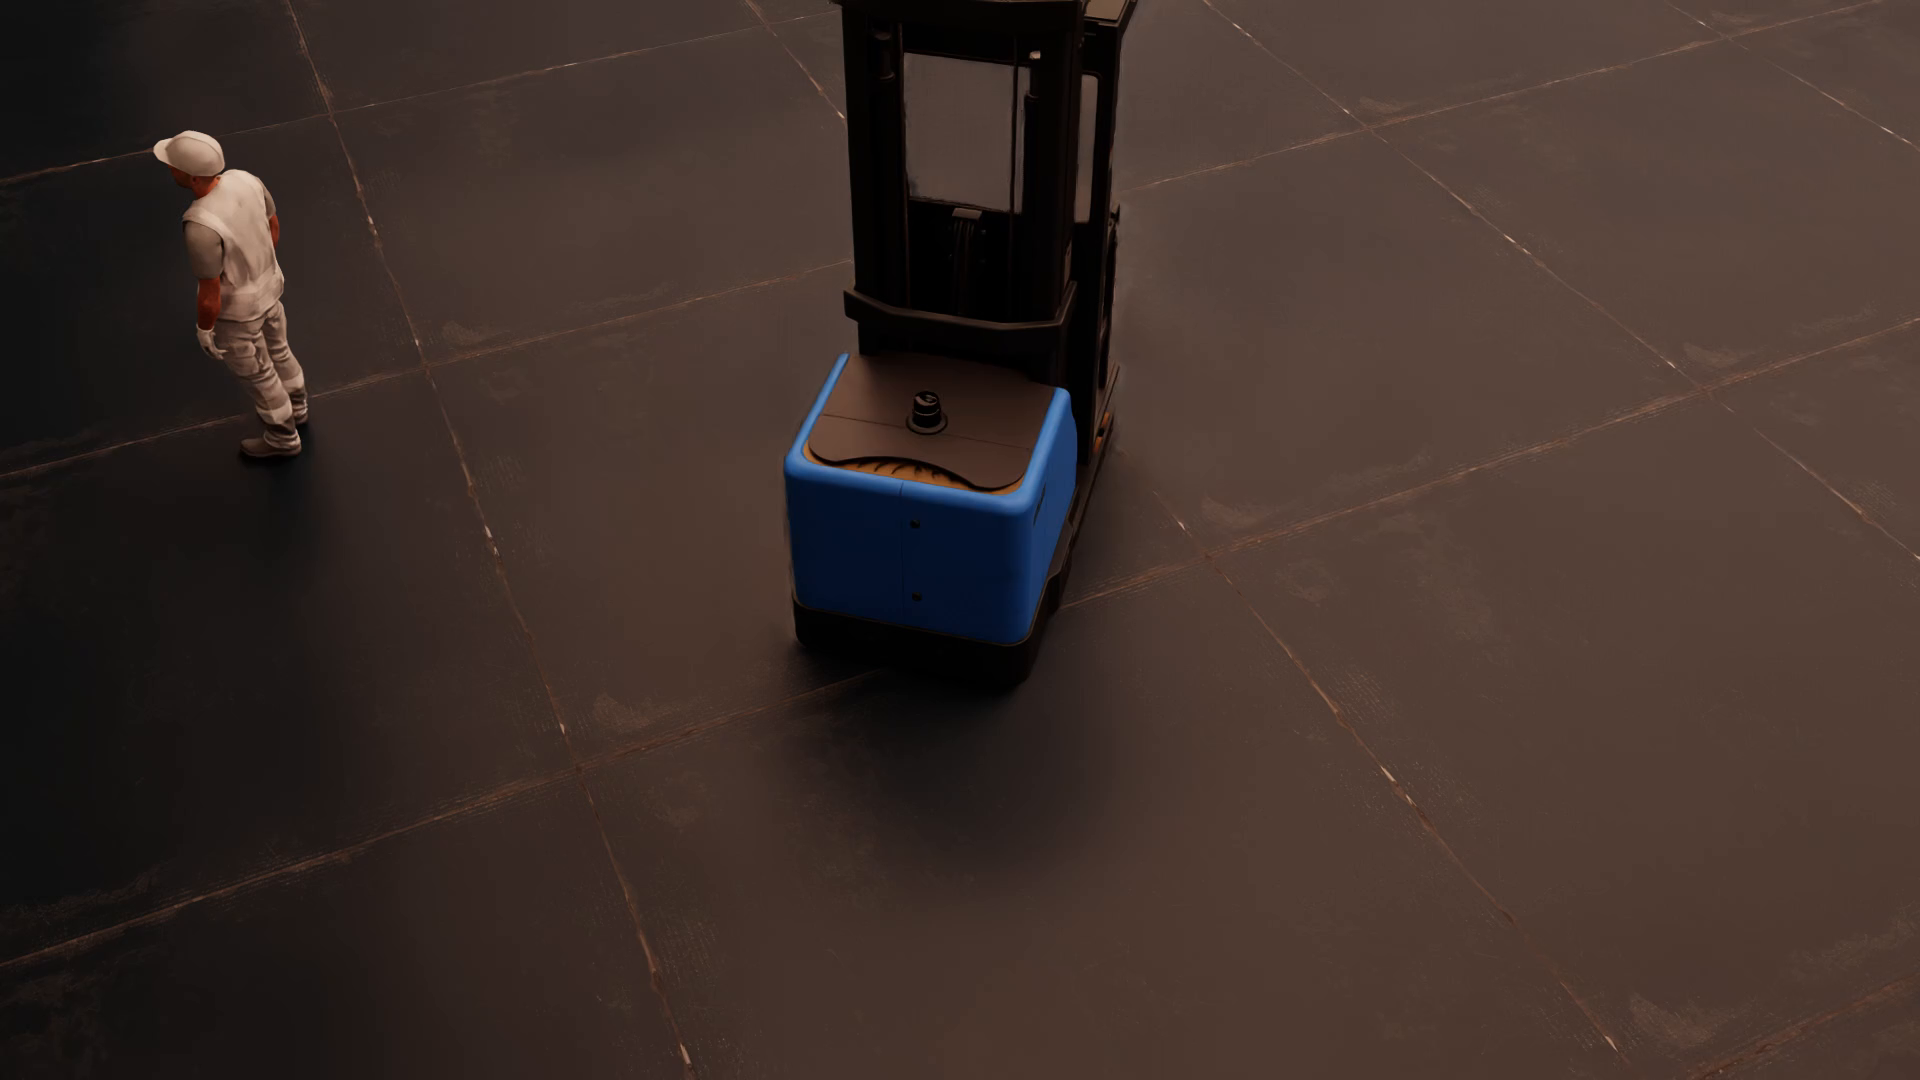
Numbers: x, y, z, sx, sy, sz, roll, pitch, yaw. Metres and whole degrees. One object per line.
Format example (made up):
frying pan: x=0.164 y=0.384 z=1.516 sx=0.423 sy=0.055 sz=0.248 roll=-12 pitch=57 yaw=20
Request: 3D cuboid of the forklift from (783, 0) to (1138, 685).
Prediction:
forklift: x=0.148 y=-1.477 z=7.262 sx=1.130 sy=2.935 sz=3.031 roll=10 pitch=44 yaw=11

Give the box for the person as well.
person: x=-3.390 y=-1.125 z=7.716 sx=0.545 sy=1.791 sz=0.636 roll=9 pitch=44 yaw=9
